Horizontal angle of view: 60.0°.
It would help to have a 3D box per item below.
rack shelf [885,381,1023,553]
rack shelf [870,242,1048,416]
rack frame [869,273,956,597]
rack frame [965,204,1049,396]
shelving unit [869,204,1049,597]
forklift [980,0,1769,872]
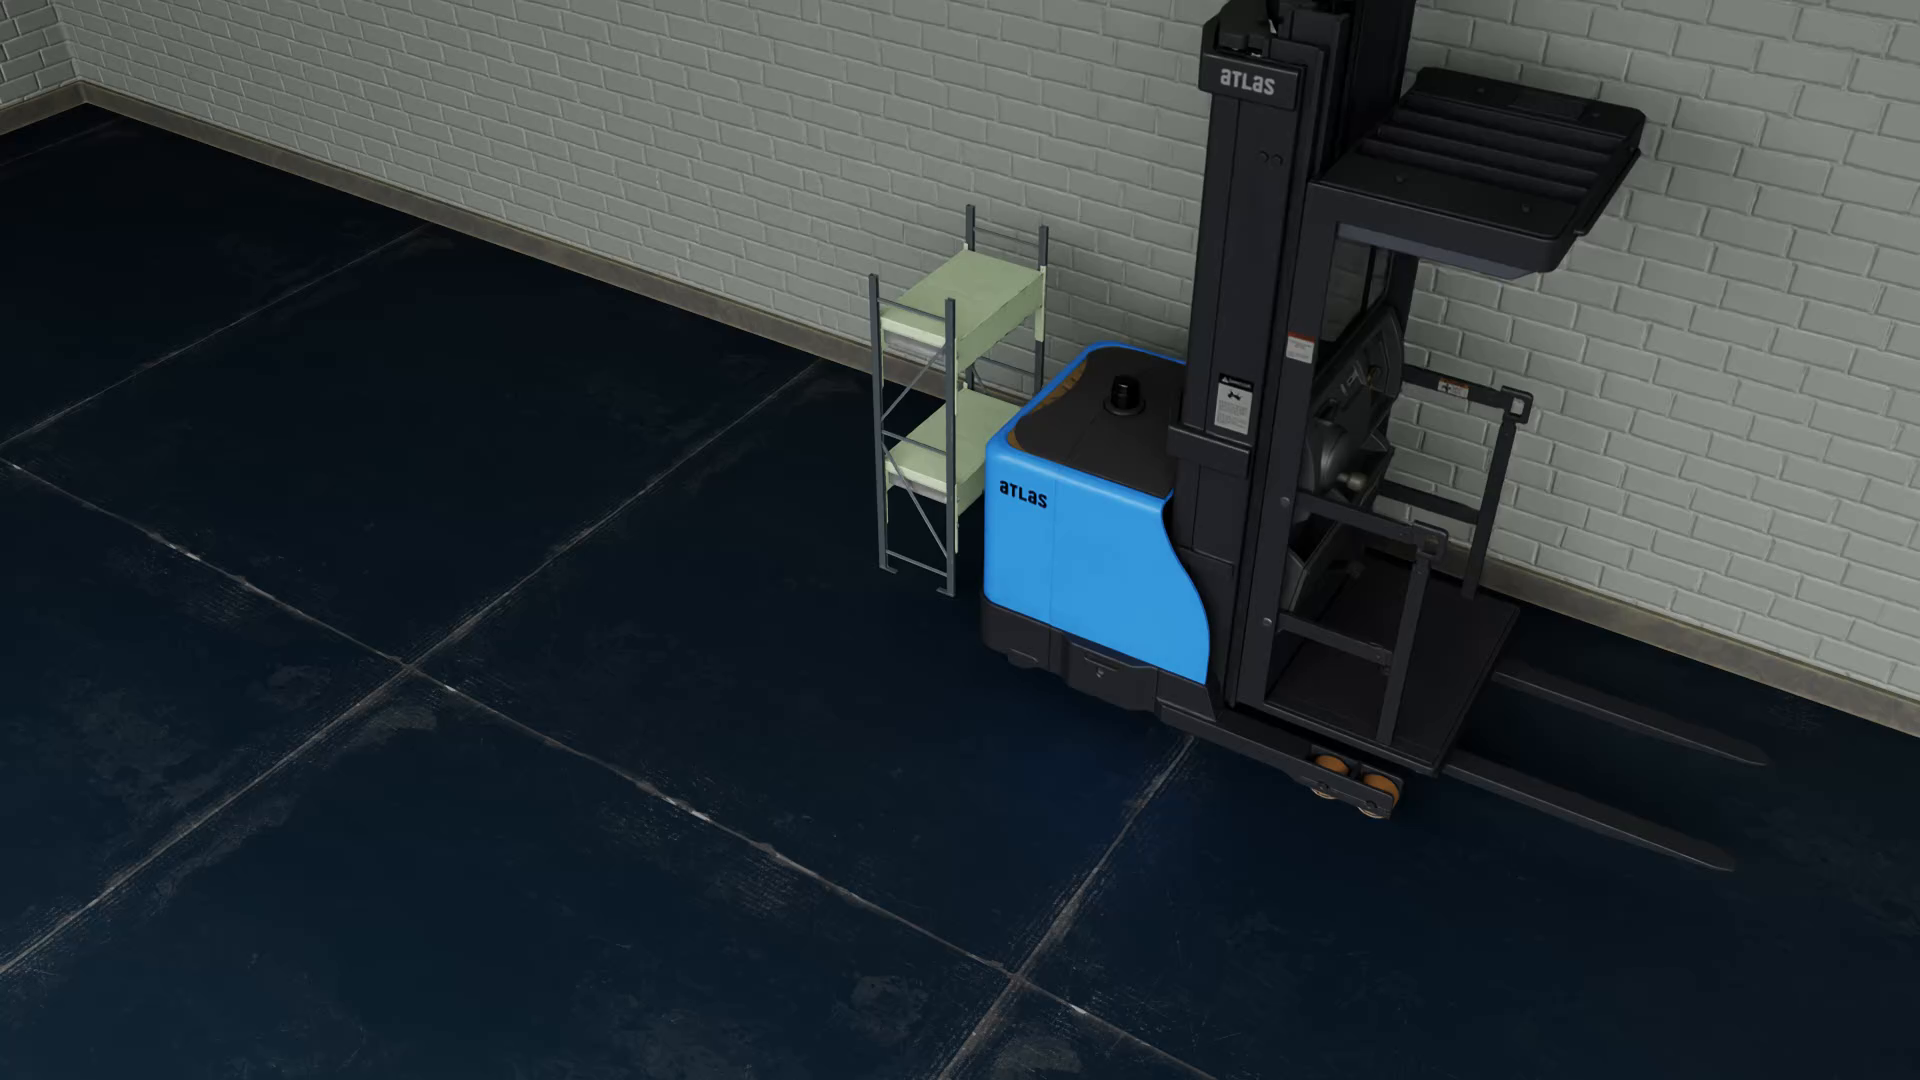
[{"bbox_3d":[0.004,-0.339,7.496,0.431,0.370,0.720,21,42,25],"label":"rack shelf"},{"bbox_3d":[0.004,-0.907,7.058,0.431,0.370,0.720,21,42,25],"label":"rack shelf"},{"bbox_3d":[-0.193,-0.409,7.052,0.400,1.500,0.023,21,42,25],"label":"rack frame"},{"bbox_3d":[0.200,-0.786,7.541,0.400,1.500,0.023,21,42,25],"label":"rack frame"},{"bbox_3d":[0.004,-0.597,7.297,0.431,1.500,0.755,21,42,25],"label":"shelving unit"},{"bbox_3d":[1.610,-0.470,5.959,3.031,2.935,1.130,20,42,24],"label":"forklift"}]
